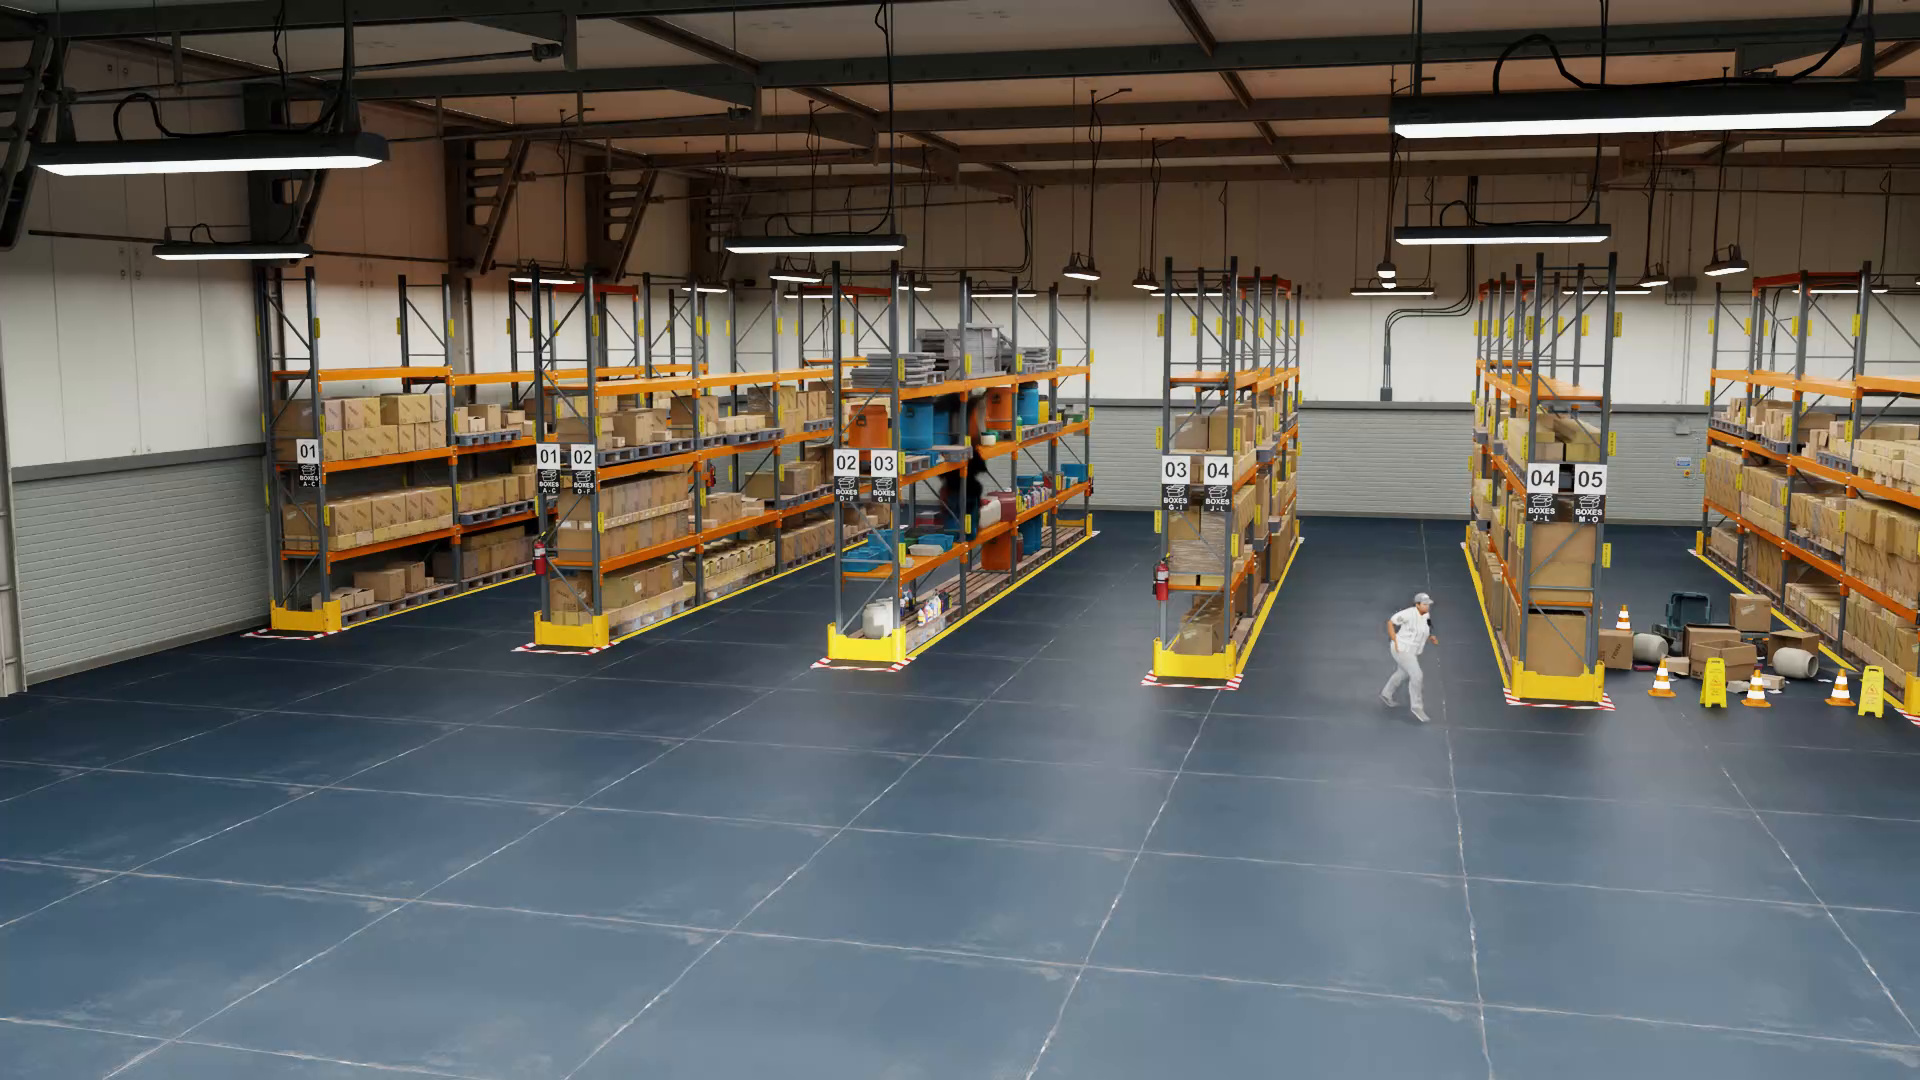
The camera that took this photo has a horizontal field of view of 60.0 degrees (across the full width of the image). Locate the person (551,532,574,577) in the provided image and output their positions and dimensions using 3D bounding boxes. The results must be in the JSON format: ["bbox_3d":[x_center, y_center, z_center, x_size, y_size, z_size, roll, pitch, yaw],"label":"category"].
[{"bbox_3d":[-7.093,0.400,29.999,0.536,1.609,0.875,1,7,10],"label":"person"}]

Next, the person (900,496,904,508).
[{"bbox_3d":[-1.712,-1.220,42.799,0.526,1.627,0.609,2,8,15],"label":"person"}]

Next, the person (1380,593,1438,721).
[{"bbox_3d":[5.792,1.480,21.629,0.600,1.667,0.892,-5,9,-36],"label":"person"}]
